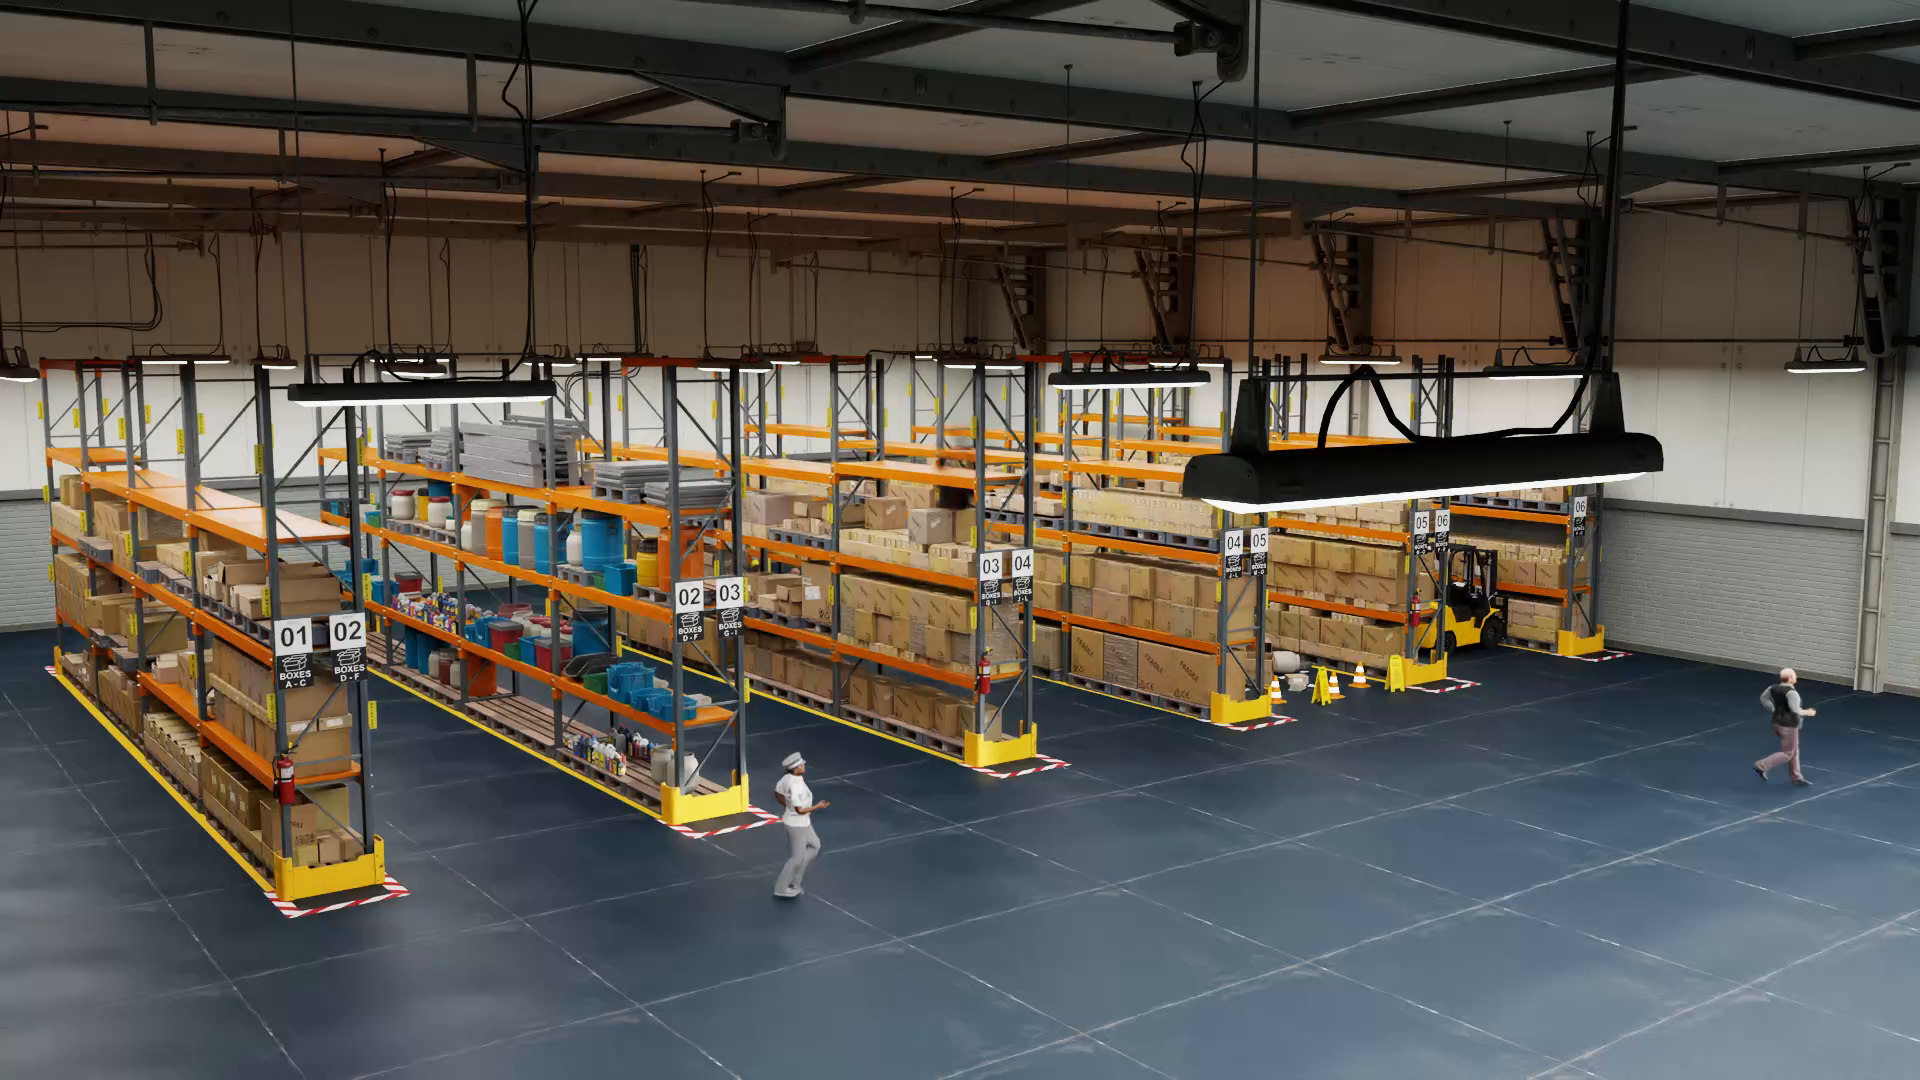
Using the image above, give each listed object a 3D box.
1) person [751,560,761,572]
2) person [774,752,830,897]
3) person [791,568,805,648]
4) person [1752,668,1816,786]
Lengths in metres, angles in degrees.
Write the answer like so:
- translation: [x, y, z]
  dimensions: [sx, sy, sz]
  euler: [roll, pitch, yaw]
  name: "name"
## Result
- translation: [-4.234, 1.309, 34.577]
  dimensions: [0.698, 1.815, 0.735]
  euler: [-5, 9, -37]
  name: "person"
- translation: [-1.809, 3.237, 18.912]
  dimensions: [0.638, 1.700, 0.561]
  euler: [-1, 7, -12]
  name: "person"
- translation: [-3.320, 1.433, 33.606]
  dimensions: [0.717, 1.745, 0.903]
  euler: [-6, 9, -41]
  name: "person"
- translation: [11.668, 2.651, 23.498]
  dimensions: [0.891, 1.701, 0.661]
  euler: [0, 7, -2]
  name: "person"
